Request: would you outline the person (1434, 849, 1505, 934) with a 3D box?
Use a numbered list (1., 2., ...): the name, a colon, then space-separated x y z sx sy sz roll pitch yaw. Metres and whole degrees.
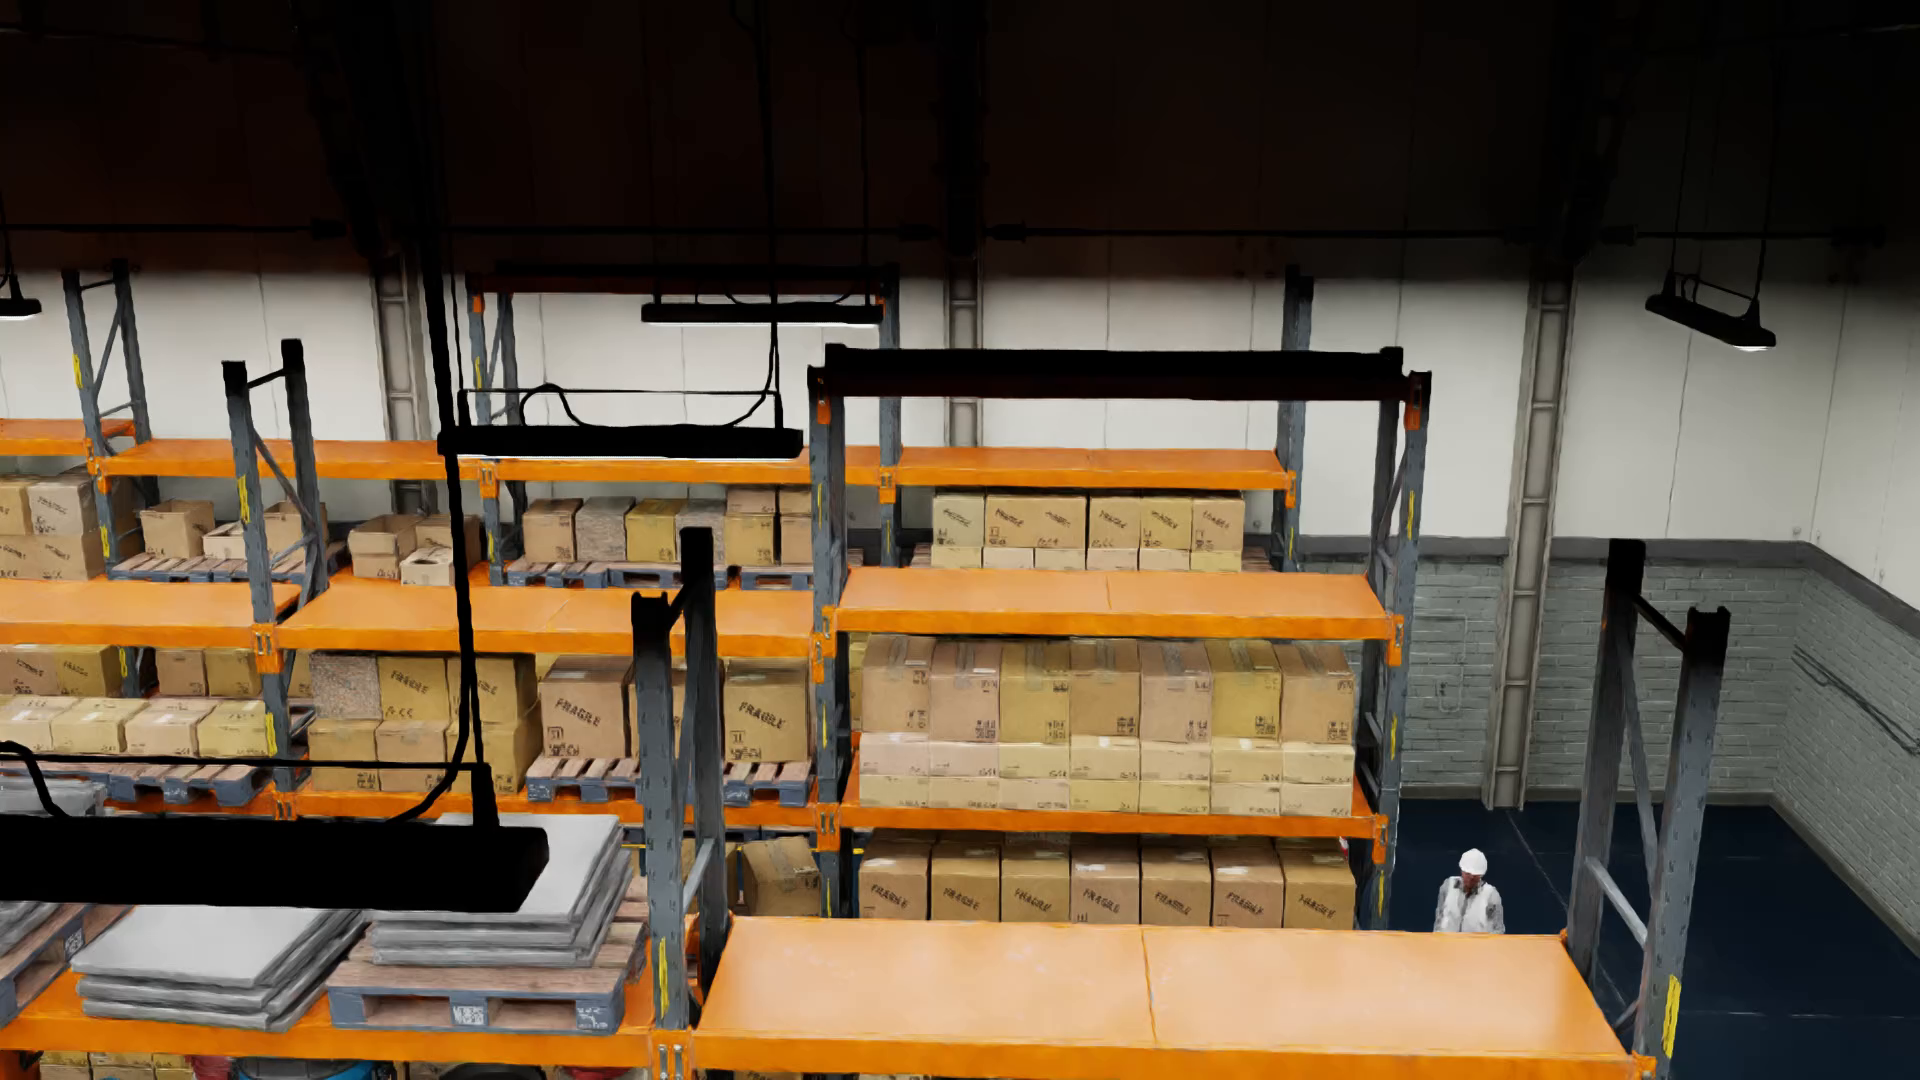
1. person: 4.222 3.381 13.751 0.737 1.765 0.560 12 20 37
